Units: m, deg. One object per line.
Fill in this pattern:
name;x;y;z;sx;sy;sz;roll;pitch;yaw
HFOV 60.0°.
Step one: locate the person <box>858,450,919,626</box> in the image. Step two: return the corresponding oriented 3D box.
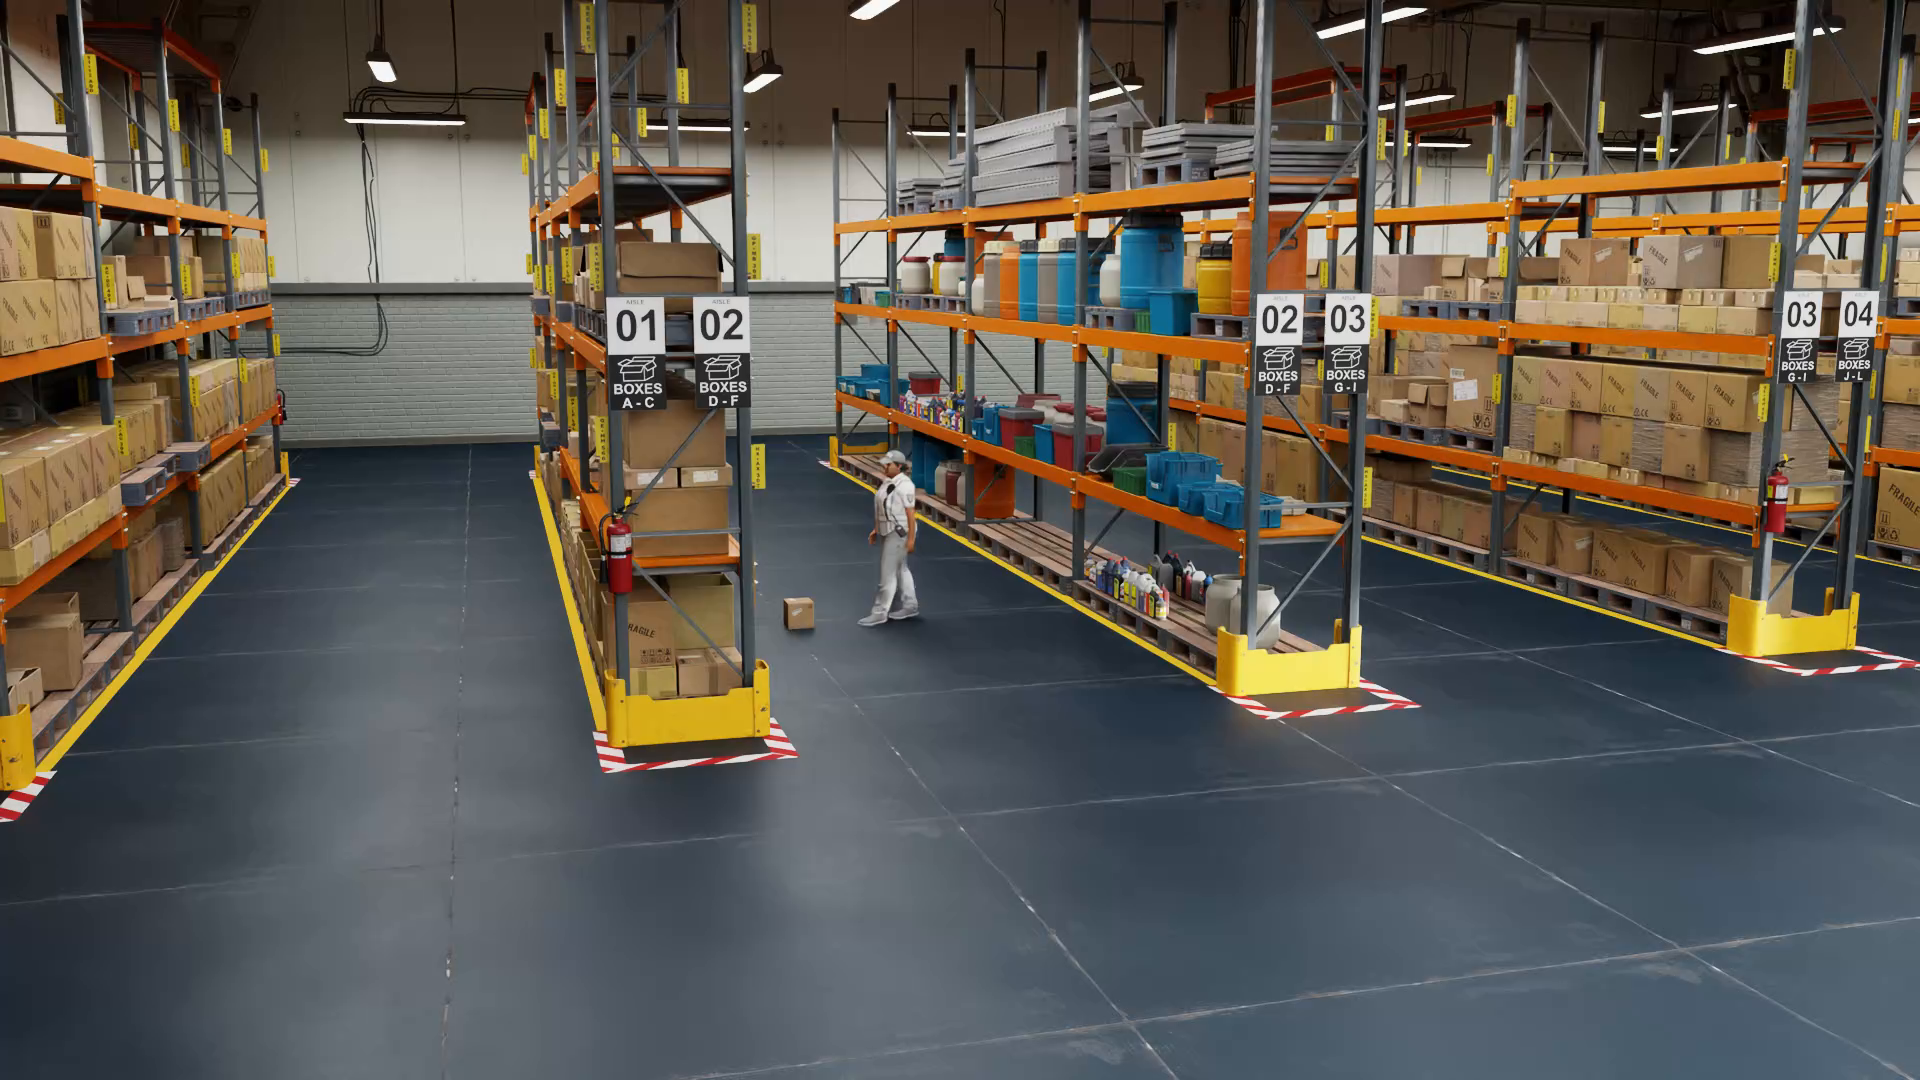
person;-0.714;-0.036;16.014;0.691;1.655;0.487;-4;10;-22
